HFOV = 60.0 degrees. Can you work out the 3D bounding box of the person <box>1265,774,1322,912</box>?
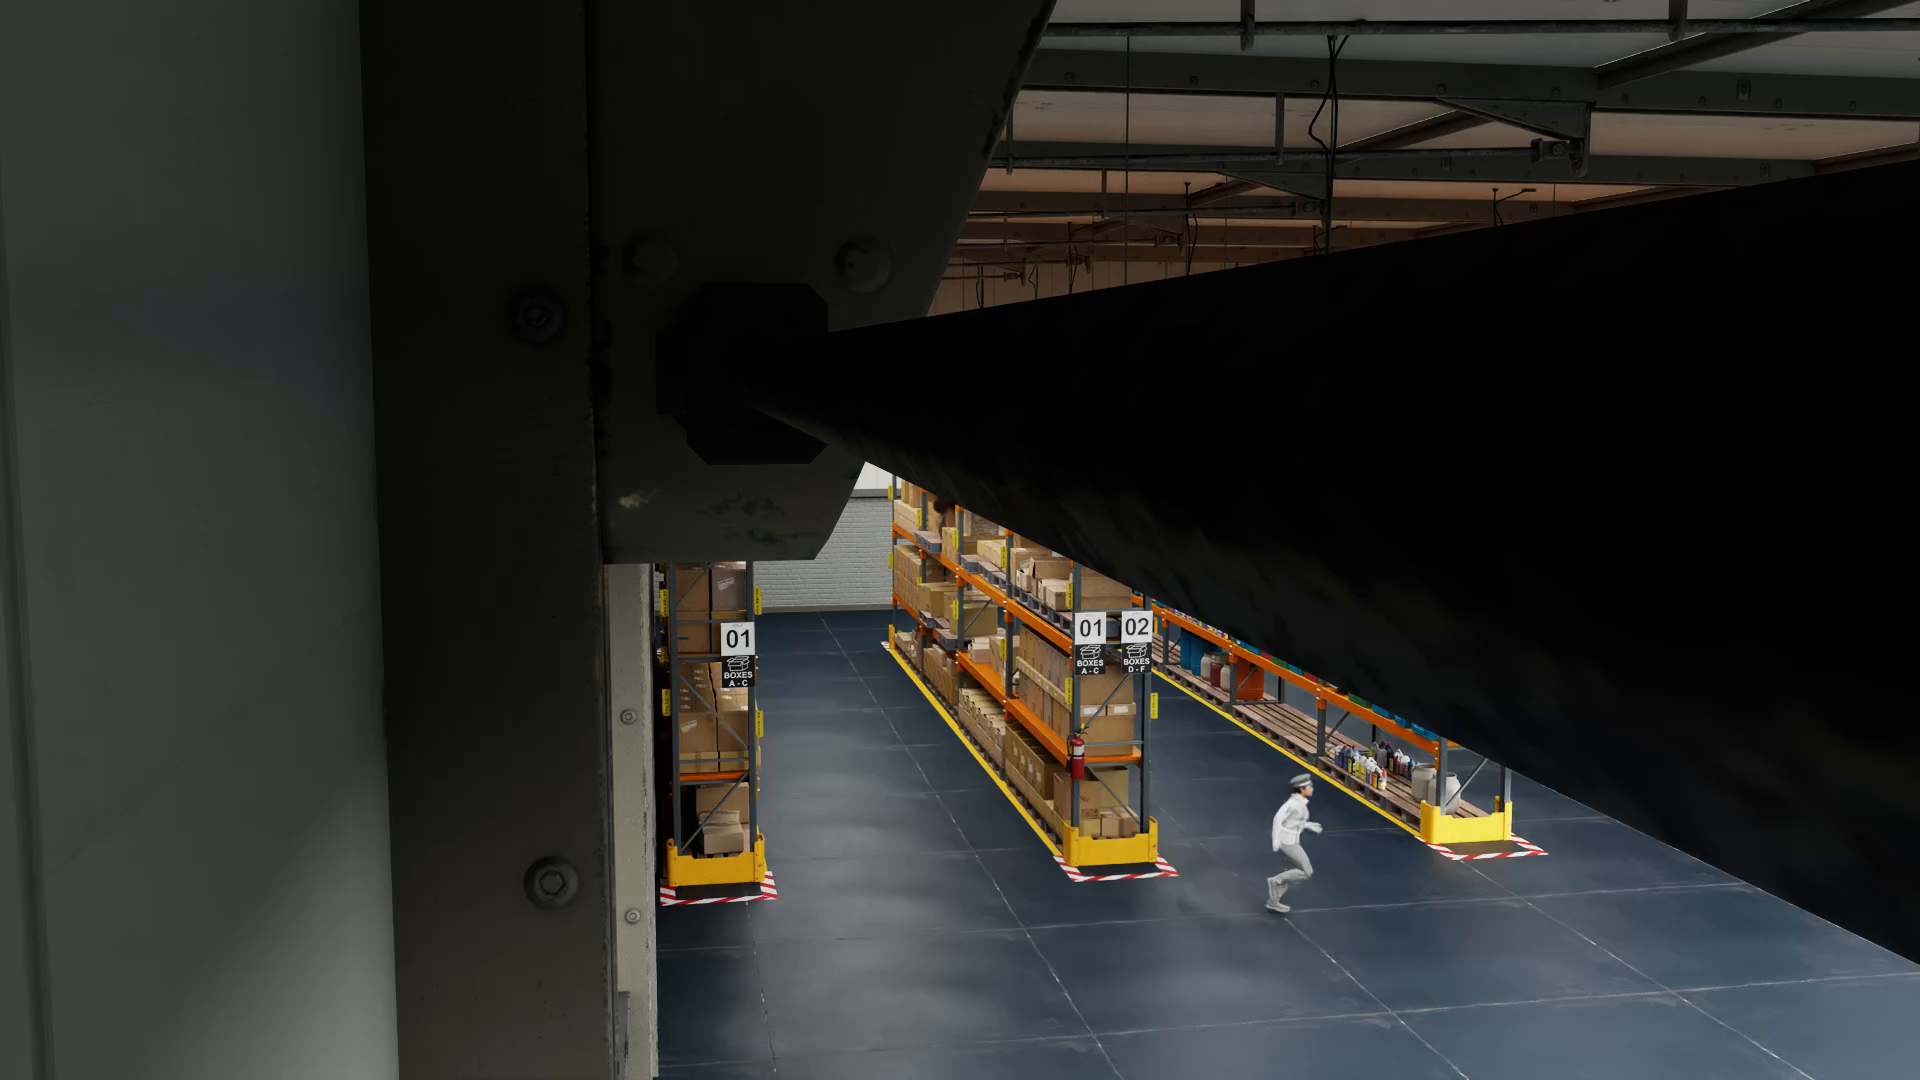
[{"bbox_3d":[3.830,3.461,19.062,0.627,1.608,0.579,1,6,10],"label":"person"}]
